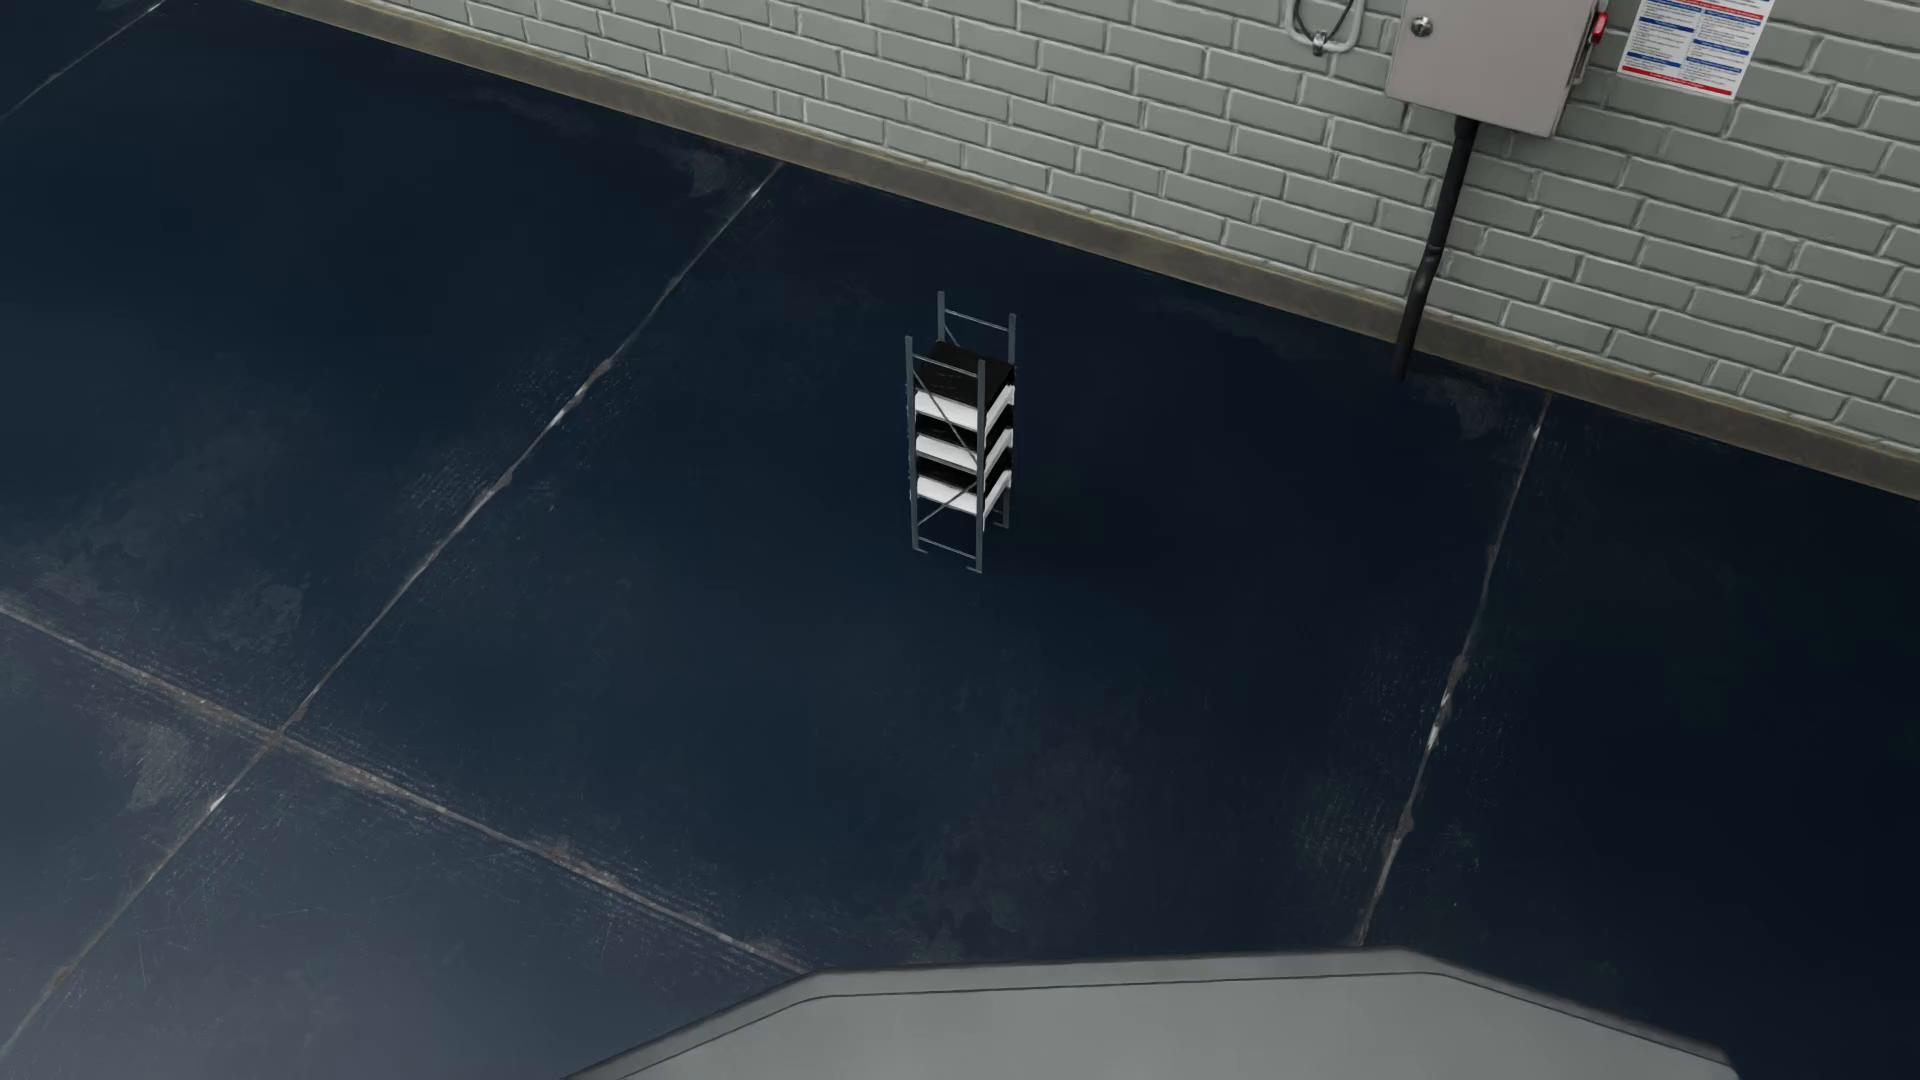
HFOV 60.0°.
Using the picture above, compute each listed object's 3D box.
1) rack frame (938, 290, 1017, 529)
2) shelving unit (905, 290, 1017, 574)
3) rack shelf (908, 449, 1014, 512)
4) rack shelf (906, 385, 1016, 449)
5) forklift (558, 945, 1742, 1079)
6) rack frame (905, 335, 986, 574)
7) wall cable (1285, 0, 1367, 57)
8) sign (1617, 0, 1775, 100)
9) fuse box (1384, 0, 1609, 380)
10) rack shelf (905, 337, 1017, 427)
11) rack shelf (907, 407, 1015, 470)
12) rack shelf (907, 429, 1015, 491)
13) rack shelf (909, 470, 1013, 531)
[{"bbox_3d":[0.047,-0.367,4.972,0.240,0.900,0.006,20,52,16],"label":"rack frame"},{"bbox_3d":[0.003,-0.297,4.912,0.258,0.900,0.210,20,52,16],"label":"shelving unit"},{"bbox_3d":[0.003,-0.217,5.006,0.258,0.077,0.200,20,52,16],"label":"rack shelf"},{"bbox_3d":[0.003,-0.392,4.800,0.258,0.077,0.200,20,52,16],"label":"rack shelf"},{"bbox_3d":[0.156,1.813,1.783,1.130,2.935,3.031,-2,50,-2],"label":"forklift"},{"bbox_3d":[-0.040,-0.227,4.852,0.240,0.900,0.006,20,52,16],"label":"rack frame"},{"bbox_3d":[0.967,-2.173,4.463,0.588,1.984,0.122,20,52,16],"label":"wall cable"},{"bbox_3d":[2.052,-1.465,4.589,0.329,0.494,0.001,20,52,16],"label":"sign"},{"bbox_3d":[1.517,-1.096,5.059,0.539,1.711,0.414,20,52,16],"label":"fuse box"},{"bbox_3d":[0.003,-0.451,4.732,0.258,0.077,0.200,20,52,16],"label":"rack shelf"},{"bbox_3d":[0.003,-0.334,4.869,0.258,0.077,0.200,20,52,16],"label":"rack shelf"},{"bbox_3d":[0.003,-0.276,4.937,0.258,0.077,0.200,20,52,16],"label":"rack shelf"},{"bbox_3d":[0.003,-0.159,5.075,0.258,0.077,0.200,20,52,16],"label":"rack shelf"}]
